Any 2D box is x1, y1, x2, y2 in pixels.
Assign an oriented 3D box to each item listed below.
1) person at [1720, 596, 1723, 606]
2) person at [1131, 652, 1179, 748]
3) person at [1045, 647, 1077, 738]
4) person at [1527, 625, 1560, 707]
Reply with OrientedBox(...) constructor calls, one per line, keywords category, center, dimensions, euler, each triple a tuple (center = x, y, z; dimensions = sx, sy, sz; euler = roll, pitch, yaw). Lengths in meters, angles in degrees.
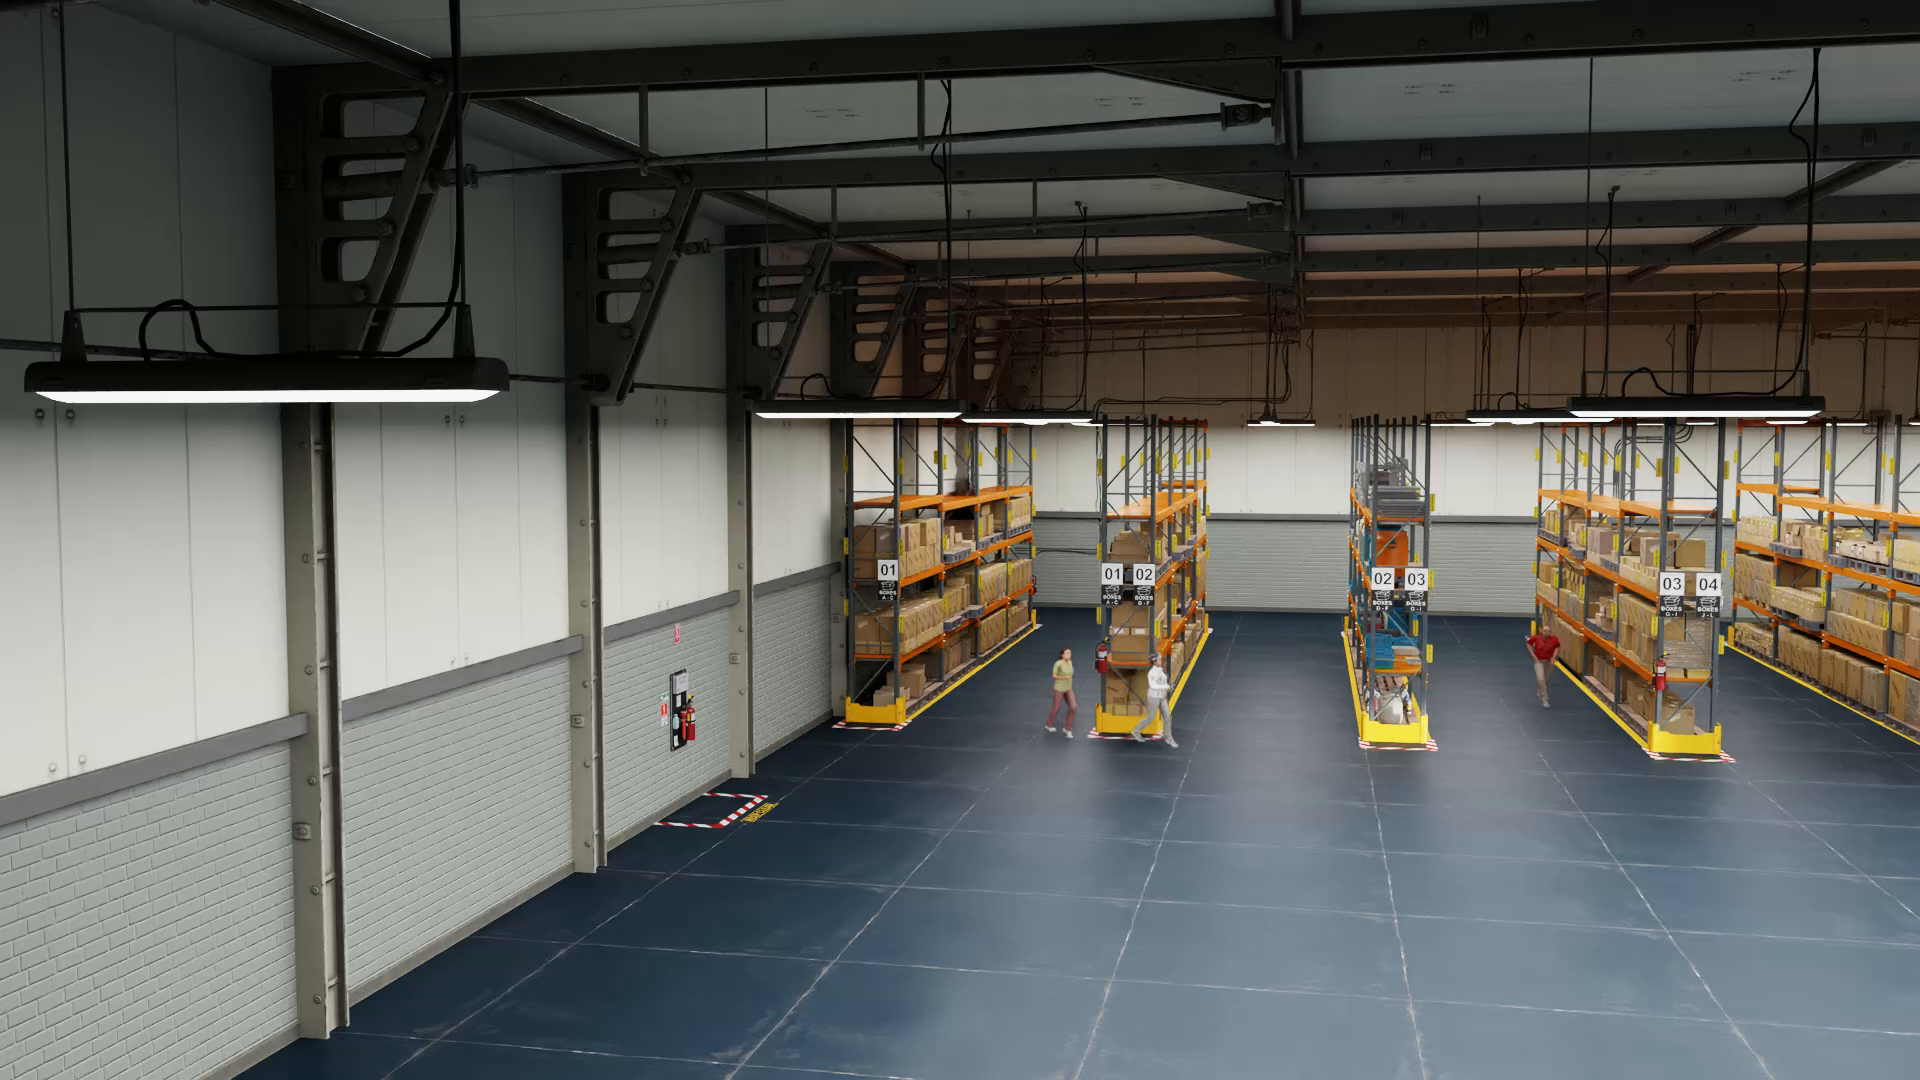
OrientedBox(category="person", center=(20.206, 1.908, 44.878), dimensions=(0.853, 1.645, 0.675), euler=(-2, 4, -24))
OrientedBox(category="person", center=(3.518, 2.867, 29.970), dimensions=(0.896, 1.724, 0.600), euler=(2, 4, 30))
OrientedBox(category="person", center=(1.912, 2.838, 31.055), dimensions=(0.522, 1.716, 0.797), euler=(-2, 4, -28))
OrientedBox(category="person", center=(12.162, 2.598, 34.697), dimensions=(0.666, 1.722, 0.921), euler=(1, 4, 12))
